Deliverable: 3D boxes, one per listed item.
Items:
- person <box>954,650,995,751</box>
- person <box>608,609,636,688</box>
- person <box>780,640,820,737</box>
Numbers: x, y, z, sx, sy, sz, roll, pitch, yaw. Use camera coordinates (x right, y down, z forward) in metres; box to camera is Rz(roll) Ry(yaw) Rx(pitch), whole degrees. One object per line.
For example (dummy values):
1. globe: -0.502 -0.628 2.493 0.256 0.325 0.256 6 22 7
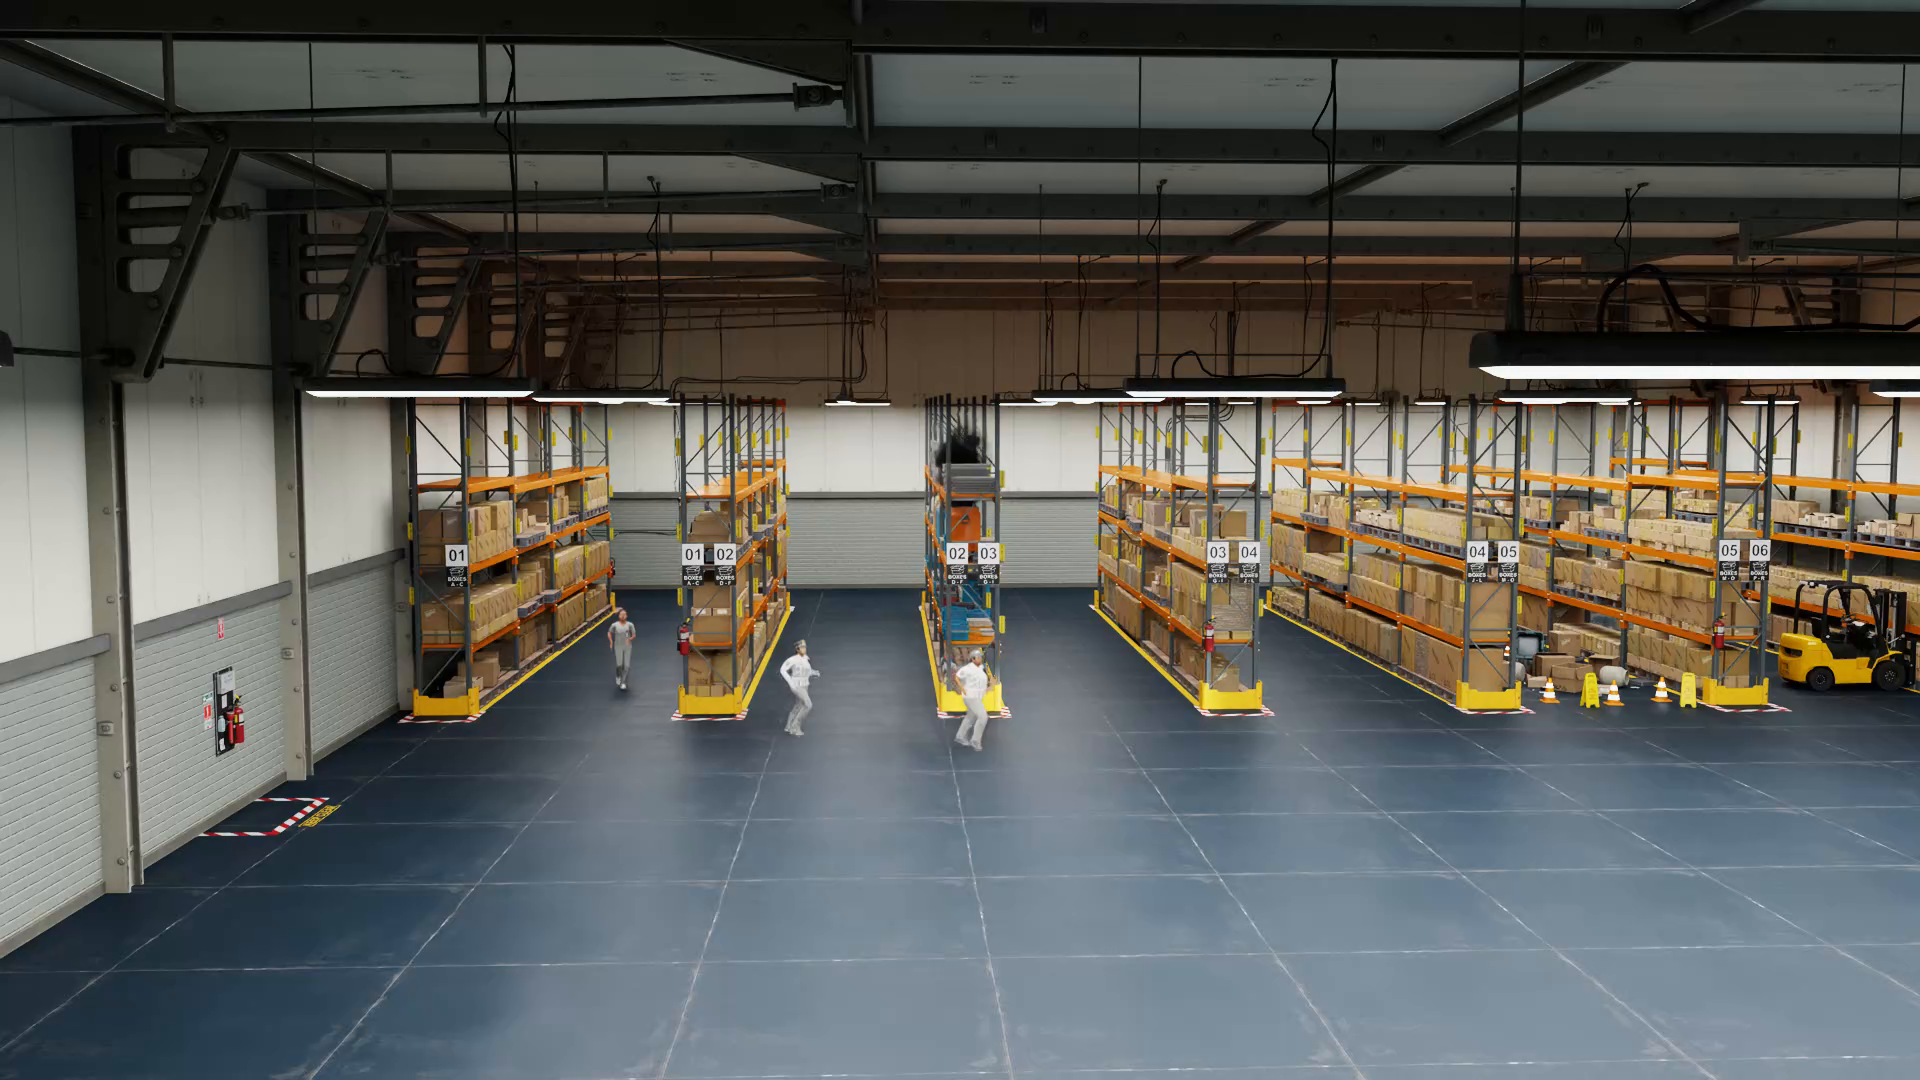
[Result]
1. person: 0.249 2.704 28.016 0.717 1.729 0.572 2 5 24
2. person: -6.878 2.224 33.895 0.550 1.629 0.565 -1 5 -18
3. person: -2.778 2.594 29.129 0.661 1.708 0.571 2 5 27
